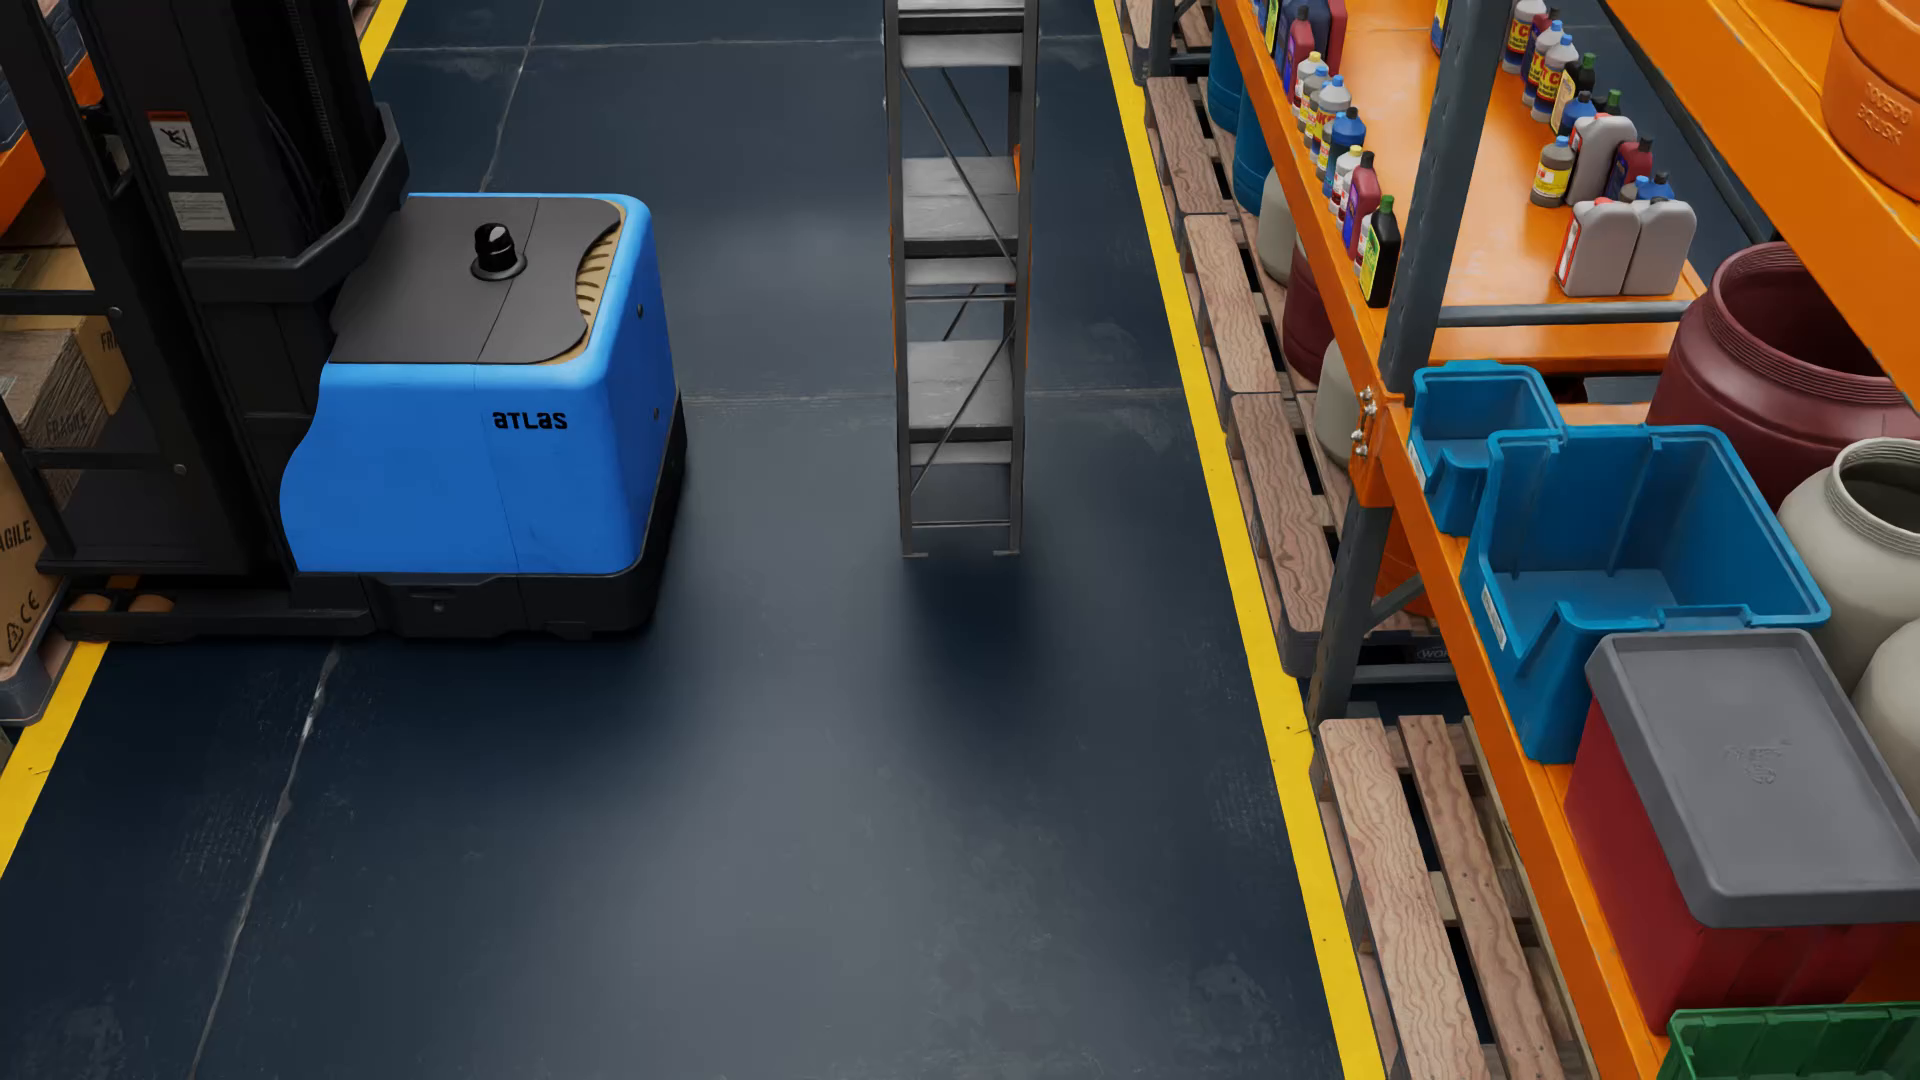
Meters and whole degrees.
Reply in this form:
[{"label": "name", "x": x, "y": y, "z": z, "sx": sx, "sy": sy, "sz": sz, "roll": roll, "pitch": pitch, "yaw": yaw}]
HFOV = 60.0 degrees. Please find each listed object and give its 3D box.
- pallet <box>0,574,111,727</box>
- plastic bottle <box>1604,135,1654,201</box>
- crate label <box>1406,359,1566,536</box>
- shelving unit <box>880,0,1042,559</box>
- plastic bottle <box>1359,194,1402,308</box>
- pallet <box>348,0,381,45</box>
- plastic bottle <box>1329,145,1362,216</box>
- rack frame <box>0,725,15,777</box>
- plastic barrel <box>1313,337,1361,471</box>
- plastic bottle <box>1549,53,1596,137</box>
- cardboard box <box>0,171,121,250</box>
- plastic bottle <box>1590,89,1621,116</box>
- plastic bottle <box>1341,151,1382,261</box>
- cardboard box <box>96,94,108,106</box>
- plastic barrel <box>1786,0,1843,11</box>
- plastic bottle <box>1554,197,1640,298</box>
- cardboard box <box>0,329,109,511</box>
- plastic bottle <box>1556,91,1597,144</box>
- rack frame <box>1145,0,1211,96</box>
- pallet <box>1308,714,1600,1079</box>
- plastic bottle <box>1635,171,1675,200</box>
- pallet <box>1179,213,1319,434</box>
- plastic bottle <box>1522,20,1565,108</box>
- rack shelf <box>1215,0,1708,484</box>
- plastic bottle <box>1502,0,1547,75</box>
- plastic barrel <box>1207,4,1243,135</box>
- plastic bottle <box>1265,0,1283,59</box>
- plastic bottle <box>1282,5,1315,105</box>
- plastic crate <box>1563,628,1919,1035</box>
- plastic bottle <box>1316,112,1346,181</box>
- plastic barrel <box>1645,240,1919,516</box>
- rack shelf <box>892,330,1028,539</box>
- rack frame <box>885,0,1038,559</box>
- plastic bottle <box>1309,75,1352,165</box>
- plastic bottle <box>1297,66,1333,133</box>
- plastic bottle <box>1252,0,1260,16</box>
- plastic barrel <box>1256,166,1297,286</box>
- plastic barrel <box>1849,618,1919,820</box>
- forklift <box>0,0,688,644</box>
[{"label": "pallet", "x": -3.367, "y": 0.104, "z": 5.480, "sx": 1.003, "sy": 0.211, "sz": 1.213, "roll": -2, "pitch": 43, "yaw": -2}, {"label": "plastic bottle", "x": 1.912, "y": -1.040, "z": 4.751, "sx": 0.061, "sy": 0.283, "sz": 0.133, "roll": -2, "pitch": 43, "yaw": -2}, {"label": "crate label", "x": 1.219, "y": -0.201, "z": 3.874, "sx": 0.303, "sy": 0.233, "sz": 0.416, "roll": -2, "pitch": 43, "yaw": -2}, {"label": "shelving unit", "x": -0.007, "y": -0.886, "z": 5.162, "sx": 0.431, "sy": 2.100, "sz": 0.503, "roll": -2, "pitch": 43, "yaw": -2}, {"label": "plastic bottle", "x": 1.133, "y": -0.776, "z": 4.463, "sx": 0.061, "sy": 0.283, "sz": 0.133, "roll": -2, "pitch": 43, "yaw": -2}, {"label": "pallet", "x": -3.571, "y": -2.555, "z": 8.381, "sx": 1.003, "sy": 0.211, "sz": 1.213, "roll": -2, "pitch": 43, "yaw": -2}, {"label": "plastic bottle", "x": 1.132, "y": -1.046, "z": 4.818, "sx": 0.097, "sy": 0.201, "sz": 0.097, "roll": 0, "pitch": 43, "yaw": 0}, {"label": "rack frame", "x": -3.373, "y": -0.419, "z": 3.987, "sx": 1.000, "sy": 3.000, "sz": 0.127, "roll": -2, "pitch": 43, "yaw": -2}, {"label": "plastic barrel", "x": 1.425, "y": -0.504, "z": 5.611, "sx": 0.421, "sy": 0.512, "sz": 0.421, "roll": 0, "pitch": 43, "yaw": 0}, {"label": "plastic bottle", "x": 1.891, "y": -1.376, "z": 5.118, "sx": 0.061, "sy": 0.283, "sz": 0.133, "roll": -2, "pitch": 43, "yaw": -2}, {"label": "cardboard box", "x": -3.178, "y": -1.019, "z": 6.166, "sx": 0.500, "sy": 0.500, "sz": 0.500, "roll": -3, "pitch": 43, "yaw": -3}, {"label": "plastic bottle", "x": 1.901, "y": -1.221, "z": 4.948, "sx": 0.061, "sy": 0.283, "sz": 0.133, "roll": -2, "pitch": 43, "yaw": -2}, {"label": "plastic bottle", "x": 1.123, "y": -0.932, "z": 4.633, "sx": 0.061, "sy": 0.283, "sz": 0.133, "roll": -2, "pitch": 43, "yaw": -2}, {"label": "cardboard box", "x": -3.223, "y": -1.701, "z": 6.910, "sx": 0.500, "sy": 0.500, "sz": 0.500, "roll": -2, "pitch": 43, "yaw": -2}, {"label": "plastic barrel", "x": 1.394, "y": -1.288, "z": 2.344, "sx": 0.600, "sy": 0.901, "sz": 0.600, "roll": 0, "pitch": 43, "yaw": 0}, {"label": "plastic bottle", "x": 1.729, "y": -0.809, "z": 4.505, "sx": 0.152, "sy": 0.276, "sz": 0.135, "roll": -2, "pitch": 43, "yaw": -2}, {"label": "cardboard box", "x": -3.135, "y": -0.328, "z": 5.412, "sx": 0.500, "sy": 0.500, "sz": 0.500, "roll": -3, "pitch": 43, "yaw": -3}, {"label": "plastic bottle", "x": 1.823, "y": -1.202, "z": 4.936, "sx": 0.097, "sy": 0.271, "sz": 0.097, "roll": 0, "pitch": 43, "yaw": 0}, {"label": "rack frame", "x": 1.406, "y": -3.259, "z": 7.085, "sx": 1.000, "sy": 3.000, "sz": 0.127, "roll": -2, "pitch": 43, "yaw": -2}, {"label": "pallet", "x": 1.570, "y": 0.994, "z": 4.509, "sx": 1.003, "sy": 0.211, "sz": 1.213, "roll": -2, "pitch": 43, "yaw": -2}, {"label": "plastic bottle", "x": 1.903, "y": -0.891, "z": 4.598, "sx": 0.097, "sy": 0.271, "sz": 0.097, "roll": 0, "pitch": 43, "yaw": 0}, {"label": "pallet", "x": 1.452, "y": -0.883, "z": 6.557, "sx": 1.003, "sy": 0.211, "sz": 1.213, "roll": -2, "pitch": 43, "yaw": -2}, {"label": "plastic bottle", "x": 1.864, "y": -1.515, "z": 5.278, "sx": 0.097, "sy": 0.271, "sz": 0.097, "roll": 0, "pitch": 43, "yaw": 0}, {"label": "rack shelf", "x": 1.491, "y": -1.643, "z": 5.855, "sx": 1.077, "sy": 0.370, "sz": 4.000, "roll": -2, "pitch": 43, "yaw": -2}, {"label": "plastic bottle", "x": 1.854, "y": -1.671, "z": 5.448, "sx": 0.097, "sy": 0.271, "sz": 0.097, "roll": 0, "pitch": 43, "yaw": 0}, {"label": "plastic barrel", "x": 1.412, "y": -2.272, "z": 7.251, "sx": 0.600, "sy": 0.901, "sz": 0.708, "roll": -2, "pitch": 43, "yaw": -2}, {"label": "plastic bottle", "x": 1.071, "y": -1.762, "z": 5.539, "sx": 0.061, "sy": 0.283, "sz": 0.133, "roll": -2, "pitch": 43, "yaw": -2}, {"label": "plastic bottle", "x": 1.084, "y": -1.548, "z": 5.305, "sx": 0.061, "sy": 0.283, "sz": 0.133, "roll": -2, "pitch": 43, "yaw": -2}, {"label": "plastic crate", "x": 1.339, "y": 0.518, "z": 2.918, "sx": 0.402, "sy": 0.464, "sz": 0.583, "roll": -2, "pitch": 43, "yaw": -2}, {"label": "plastic bottle", "x": 1.124, "y": -1.177, "z": 4.961, "sx": 0.097, "sy": 0.201, "sz": 0.097, "roll": 0, "pitch": 43, "yaw": 0}, {"label": "plastic barrel", "x": 1.898, "y": -0.304, "z": 3.761, "sx": 0.600, "sy": 0.536, "sz": 0.708, "roll": -2, "pitch": 43, "yaw": -2}, {"label": "rack shelf", "x": -0.007, "y": -0.360, "z": 5.645, "sx": 0.431, "sy": 0.518, "sz": 0.480, "roll": -2, "pitch": 43, "yaw": -2}, {"label": "rack frame", "x": 0.003, "y": -0.721, "z": 4.983, "sx": 0.400, "sy": 2.100, "sz": 0.015, "roll": -2, "pitch": 43, "yaw": -2}, {"label": "plastic bottle", "x": 1.120, "y": -1.269, "z": 5.009, "sx": 0.097, "sy": 0.271, "sz": 0.097, "roll": 0, "pitch": 43, "yaw": 0}, {"label": "plastic bottle", "x": 1.111, "y": -1.374, "z": 5.176, "sx": 0.097, "sy": 0.201, "sz": 0.097, "roll": 0, "pitch": 43, "yaw": 0}, {"label": "plastic bottle", "x": 1.076, "y": -1.961, "z": 5.765, "sx": 0.097, "sy": 0.271, "sz": 0.097, "roll": 0, "pitch": 43, "yaw": 0}, {"label": "plastic barrel", "x": 1.377, "y": -1.267, "z": 6.442, "sx": 0.421, "sy": 0.512, "sz": 0.421, "roll": 0, "pitch": 43, "yaw": 0}, {"label": "plastic barrel", "x": 1.851, "y": 0.373, "z": 3.040, "sx": 0.421, "sy": 0.512, "sz": 0.421, "roll": 0, "pitch": 43, "yaw": 0}, {"label": "forklift", "x": -2.507, "y": -1.102, "z": 4.783, "sx": 3.031, "sy": 2.935, "sz": 1.130, "roll": 0, "pitch": 43, "yaw": 1}]
